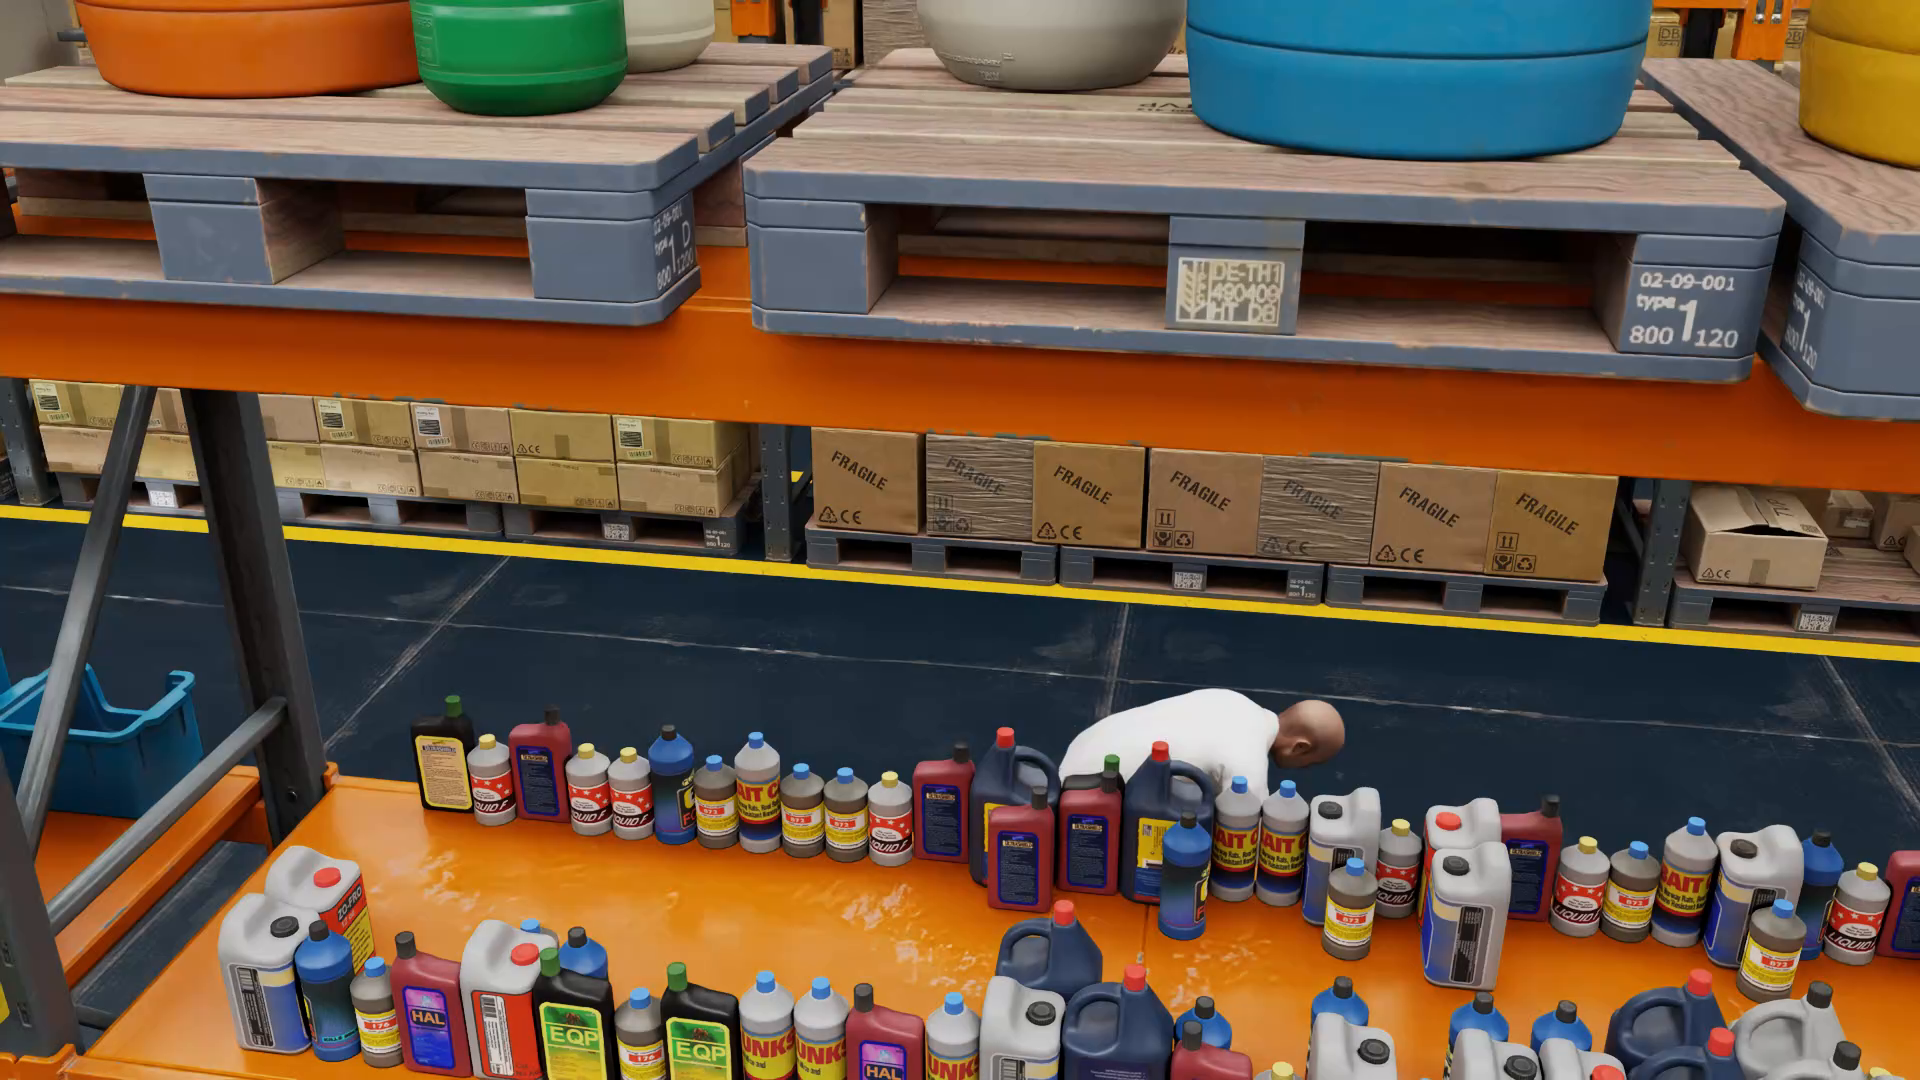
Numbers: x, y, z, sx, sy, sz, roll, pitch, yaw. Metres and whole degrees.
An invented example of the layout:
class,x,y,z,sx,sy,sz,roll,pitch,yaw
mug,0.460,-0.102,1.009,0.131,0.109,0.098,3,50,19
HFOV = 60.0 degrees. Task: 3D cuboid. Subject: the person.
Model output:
class,x,y,z,sx,sy,sz,roll,pitch,yaw
person,0.754,0.901,5.388,0.917,0.854,0.570,3,25,8
